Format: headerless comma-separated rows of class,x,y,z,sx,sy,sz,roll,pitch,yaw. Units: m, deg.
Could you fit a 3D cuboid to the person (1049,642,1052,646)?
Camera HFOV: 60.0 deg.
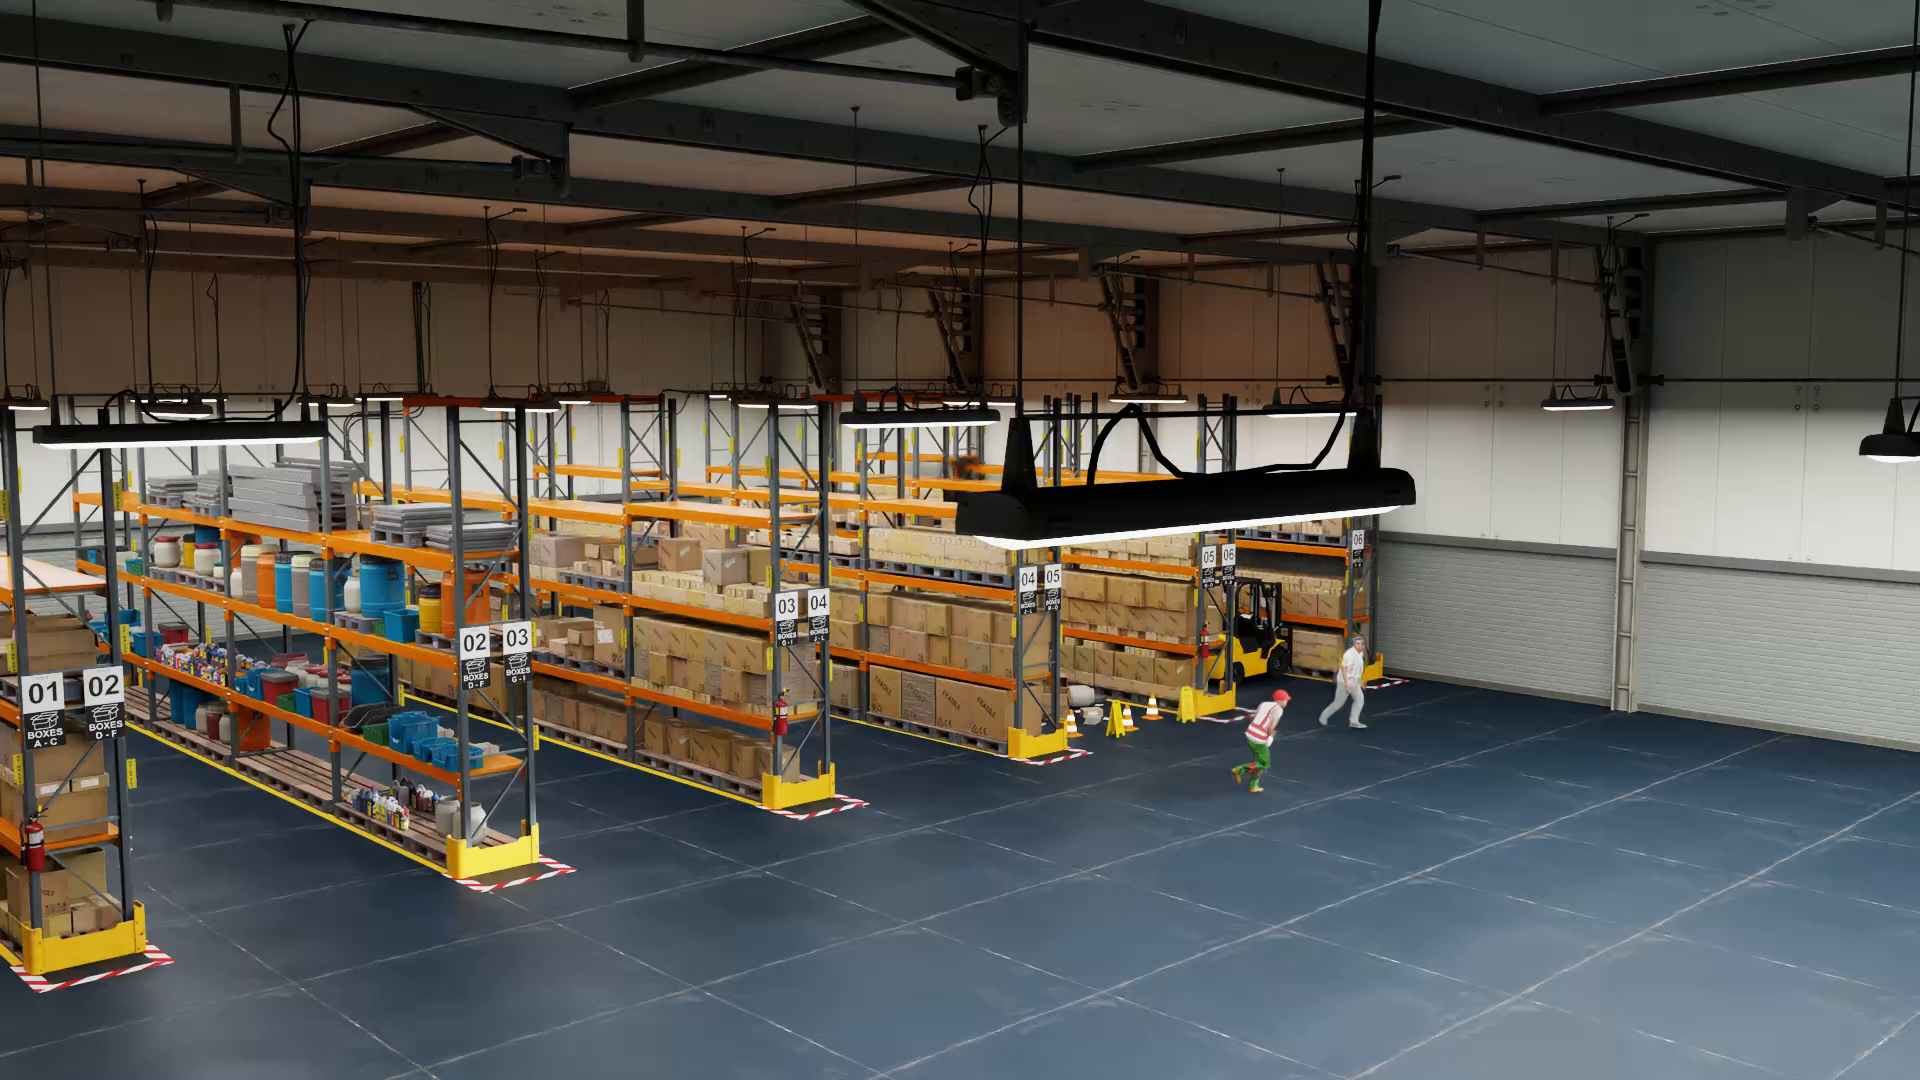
person,1.880,1.832,37.558,0.975,1.790,0.718,5,7,42

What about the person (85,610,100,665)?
person,-17.763,2.252,33.812,0.579,1.690,0.810,5,7,42

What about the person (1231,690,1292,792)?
person,4.624,3.096,25.474,0.975,1.573,0.677,-2,6,-18

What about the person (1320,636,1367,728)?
person,7.033,2.565,30.322,0.819,1.686,0.725,4,7,36
